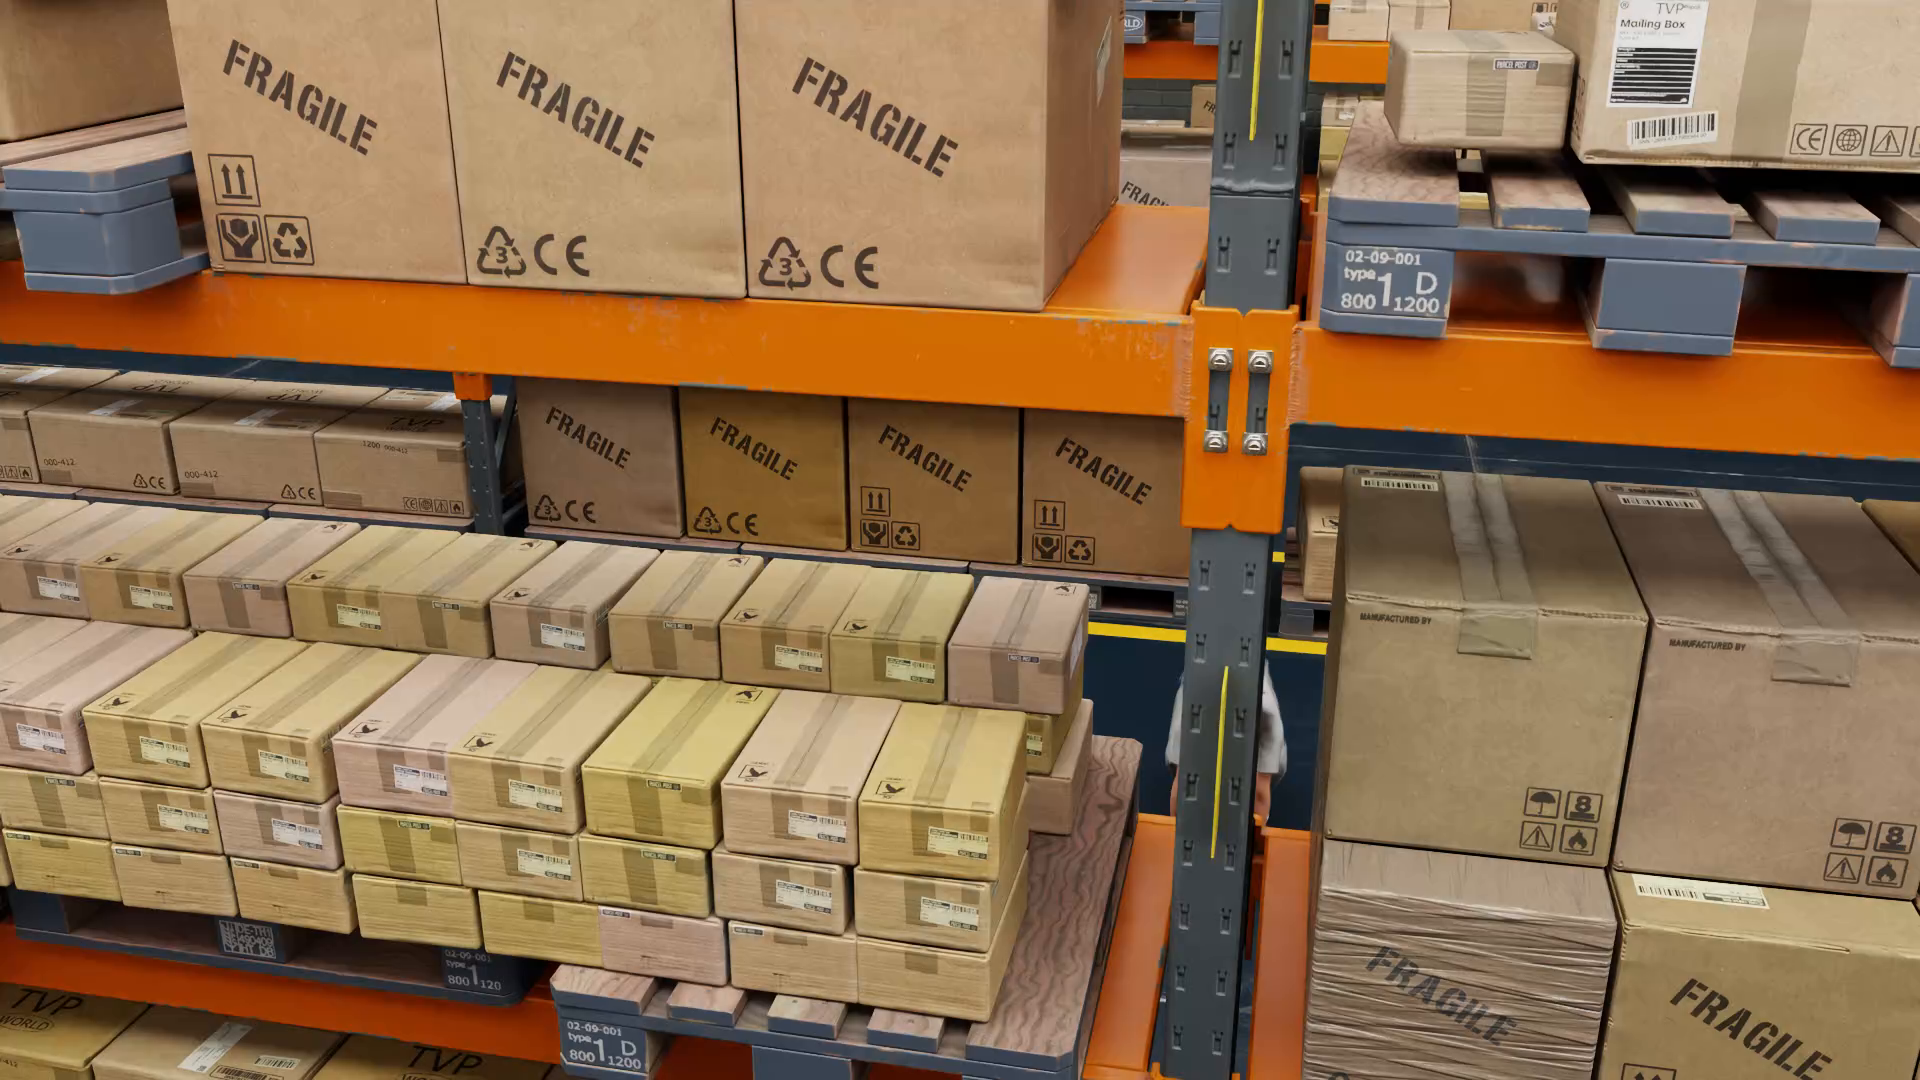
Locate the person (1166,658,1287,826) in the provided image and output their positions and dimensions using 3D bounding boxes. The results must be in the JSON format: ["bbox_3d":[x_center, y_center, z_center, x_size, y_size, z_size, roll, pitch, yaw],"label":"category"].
[{"bbox_3d":[1.025,0.793,6.393,0.458,0.745,0.866,4,22,10],"label":"person"}]
